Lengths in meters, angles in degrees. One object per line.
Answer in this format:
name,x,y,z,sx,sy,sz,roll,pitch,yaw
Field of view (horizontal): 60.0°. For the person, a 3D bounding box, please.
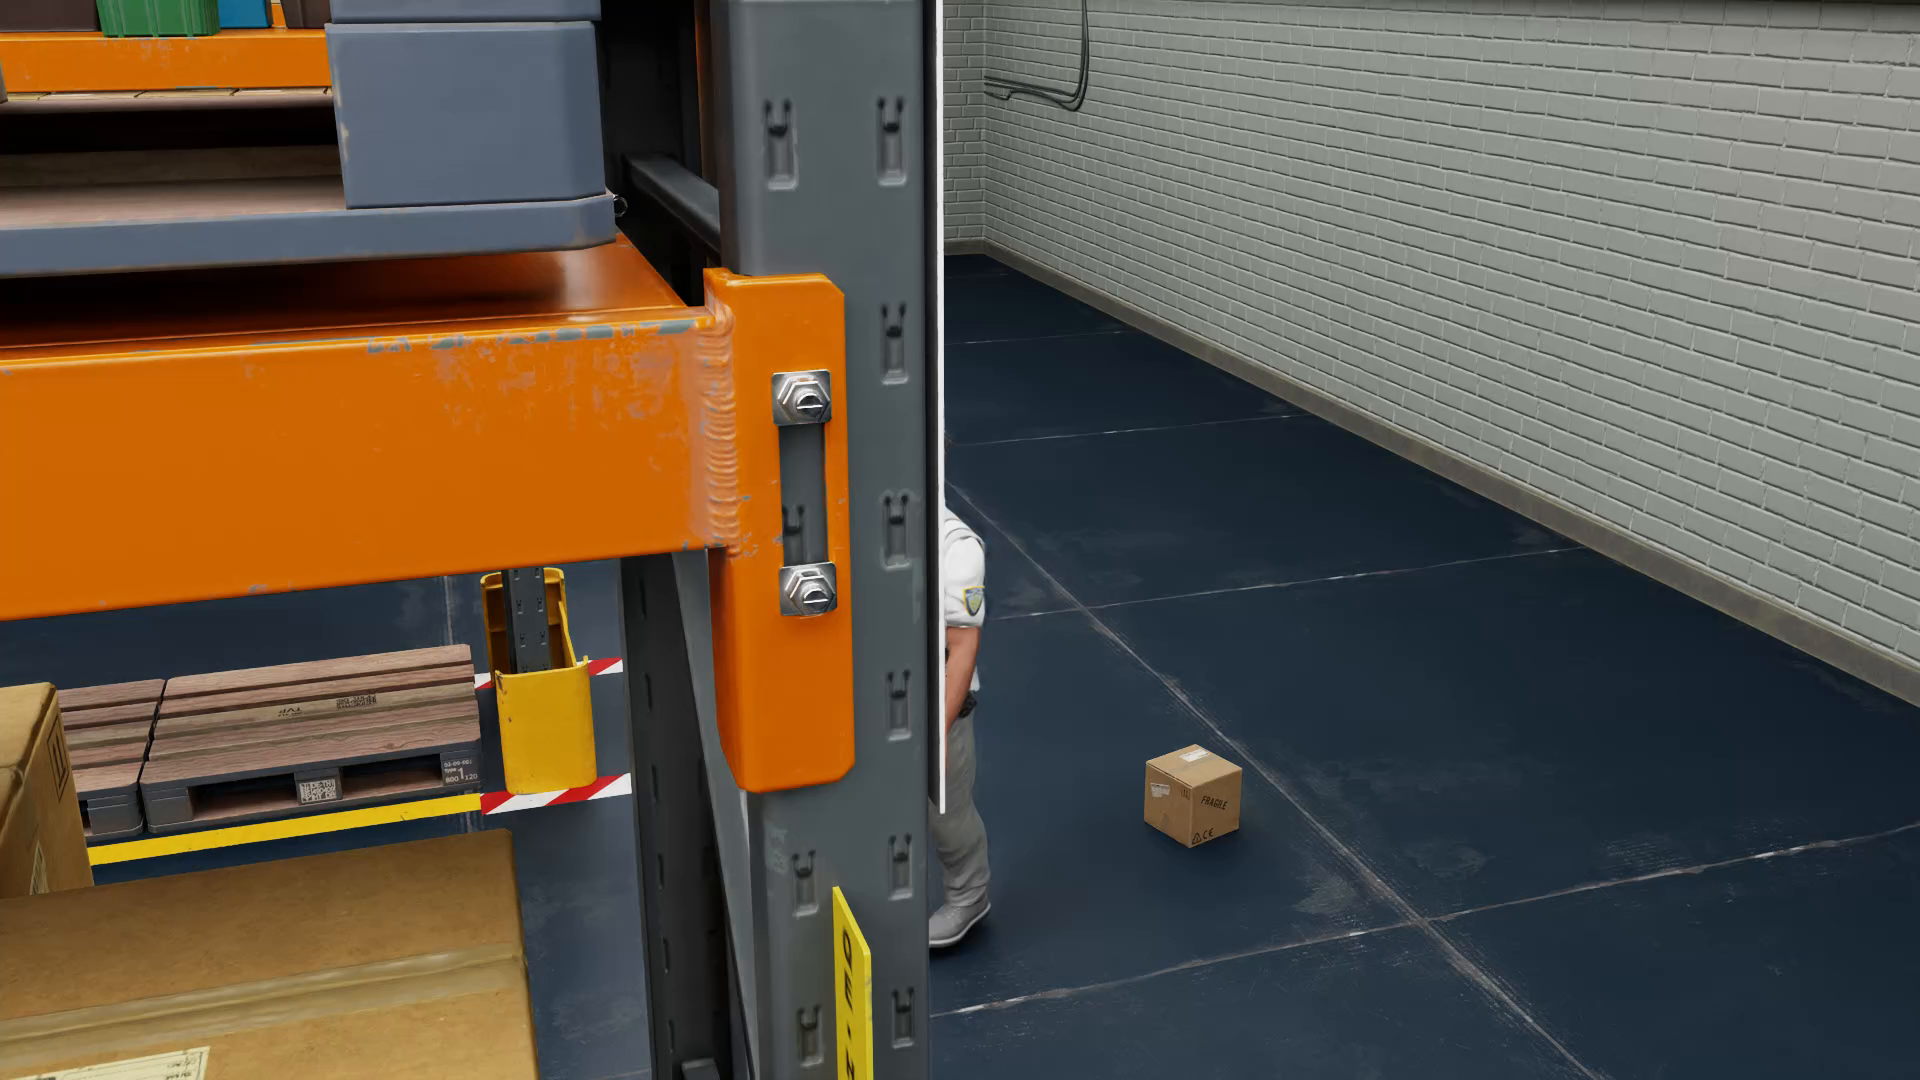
person,-0.202,0.528,5.048,0.586,1.829,0.736,13,23,33
